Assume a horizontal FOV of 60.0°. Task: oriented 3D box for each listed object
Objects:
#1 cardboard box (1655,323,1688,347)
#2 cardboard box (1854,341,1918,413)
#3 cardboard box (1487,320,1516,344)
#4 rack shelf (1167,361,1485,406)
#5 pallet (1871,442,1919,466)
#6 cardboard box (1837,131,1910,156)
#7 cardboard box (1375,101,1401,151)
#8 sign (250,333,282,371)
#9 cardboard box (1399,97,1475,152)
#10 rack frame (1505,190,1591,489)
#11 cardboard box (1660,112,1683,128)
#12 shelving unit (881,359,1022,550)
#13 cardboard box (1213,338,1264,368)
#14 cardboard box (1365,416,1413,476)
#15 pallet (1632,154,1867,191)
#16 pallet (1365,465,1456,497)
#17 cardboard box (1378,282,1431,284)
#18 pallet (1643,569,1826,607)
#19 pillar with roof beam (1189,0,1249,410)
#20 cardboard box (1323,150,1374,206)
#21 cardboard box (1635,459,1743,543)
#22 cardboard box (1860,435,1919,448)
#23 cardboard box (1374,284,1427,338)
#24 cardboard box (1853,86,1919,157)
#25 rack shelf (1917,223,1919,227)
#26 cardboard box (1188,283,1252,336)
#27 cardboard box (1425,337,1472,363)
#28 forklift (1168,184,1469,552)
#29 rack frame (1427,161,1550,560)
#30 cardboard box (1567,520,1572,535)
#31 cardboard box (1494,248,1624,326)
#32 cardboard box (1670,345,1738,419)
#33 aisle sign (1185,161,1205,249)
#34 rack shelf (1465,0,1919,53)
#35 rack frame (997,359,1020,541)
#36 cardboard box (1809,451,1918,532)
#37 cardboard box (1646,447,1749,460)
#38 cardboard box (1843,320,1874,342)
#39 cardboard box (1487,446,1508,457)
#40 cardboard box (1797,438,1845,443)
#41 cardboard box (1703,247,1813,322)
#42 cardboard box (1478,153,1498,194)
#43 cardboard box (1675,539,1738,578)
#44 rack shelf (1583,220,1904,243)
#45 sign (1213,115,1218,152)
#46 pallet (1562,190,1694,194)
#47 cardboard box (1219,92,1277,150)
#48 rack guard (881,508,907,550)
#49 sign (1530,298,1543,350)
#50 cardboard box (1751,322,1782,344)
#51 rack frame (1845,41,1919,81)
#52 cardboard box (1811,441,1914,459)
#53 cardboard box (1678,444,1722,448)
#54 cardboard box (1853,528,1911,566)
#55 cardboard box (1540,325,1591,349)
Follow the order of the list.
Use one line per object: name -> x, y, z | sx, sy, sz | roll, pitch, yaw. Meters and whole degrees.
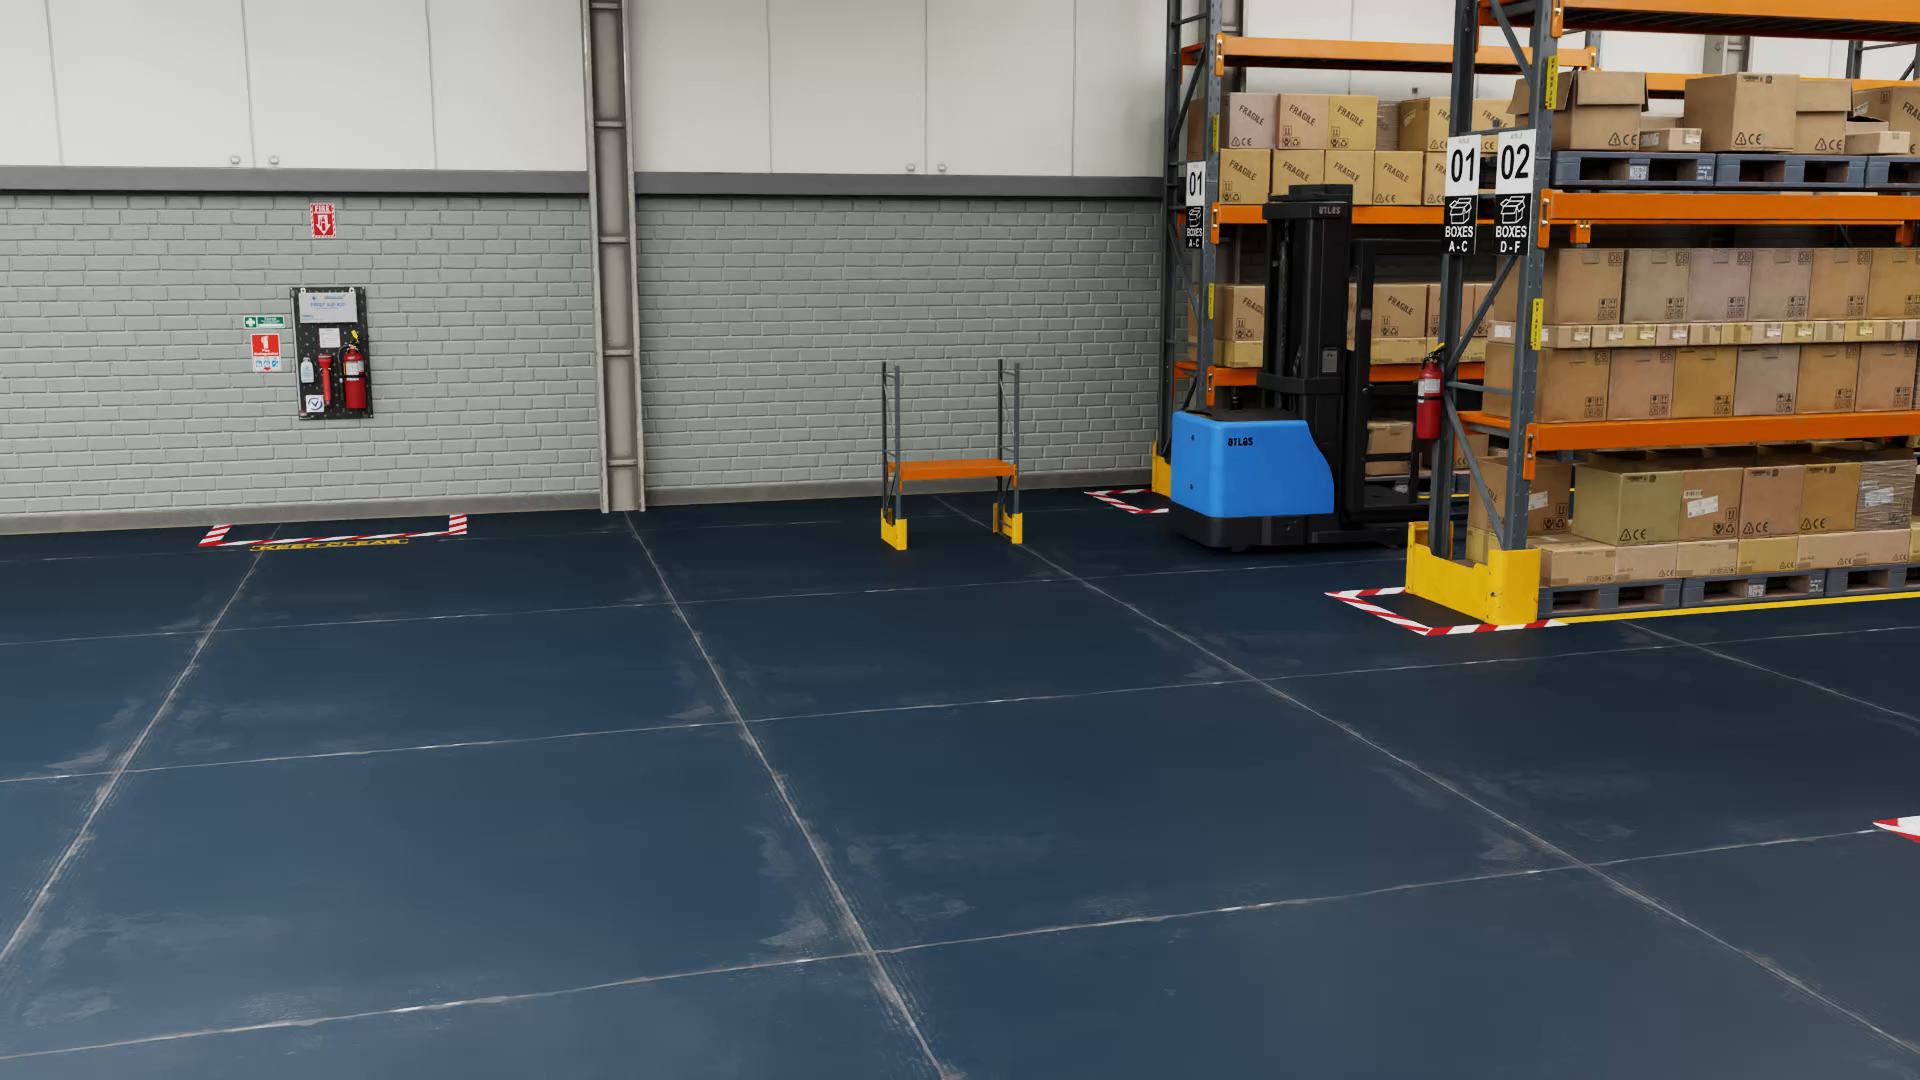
cardboard box -> 4.729, -1.408, 11.340 | 0.250, 0.149, 0.380 | -3, 11, -17
cardboard box -> 6.468, -1.219, 12.105 | 0.500, 0.500, 0.700 | -3, 11, -17
cardboard box -> 3.870, -1.439, 11.511 | 0.250, 0.149, 0.380 | -3, 11, -17
rack shelf -> 4.089, -1.627, 16.585 | 4.000, 0.370, 1.077 | -3, 11, -16
pallet -> 10.627, -0.940, 18.568 | 1.213, 0.211, 1.003 | -3, 11, -16
cardboard box -> 6.315, -2.739, 11.504 | 0.250, 0.149, 0.380 | -3, 11, -16
cardboard box -> 3.994, -4.047, 16.369 | 0.500, 0.500, 0.500 | -3, 11, -16
sign -> -6.105, -1.651, 14.629 | 0.234, 0.329, 0.001 | -3, 11, -16
cardboard box -> 4.582, -3.977, 15.989 | 0.500, 0.500, 0.500 | -3, 11, -18
rack frame -> 6.009, -2.082, 17.070 | 0.127, 3.000, 1.000 | -3, 11, -16
cardboard box -> 5.122, -2.857, 11.698 | 0.500, 0.311, 0.500 | -2, 11, -9
shelving unit -> -0.073, -0.734, 13.890 | 1.083, 1.500, 0.587 | -3, 11, -16
cardboard box -> 2.726, -1.785, 15.817 | 0.500, 0.250, 0.500 | -3, 11, -18
cardboard box -> 4.123, -0.943, 16.573 | 0.500, 0.500, 0.700 | -4, 11, -20
pallet -> 5.416, -2.544, 11.539 | 1.213, 0.211, 1.003 | -3, 11, -16
pallet -> 4.200, -0.608, 16.766 | 1.213, 0.211, 1.003 | -3, 11, -16
cardboard box -> 4.521, -2.349, 16.812 | 0.500, 0.500, 0.500 | -3, 11, -14
pallet -> 5.448, 0.246, 12.128 | 1.213, 0.211, 1.003 | -3, 11, -16
pillar with roof beam -> 3.802, -4.267, 12.371 | 0.400, 9.000, 9.100 | -3, 11, -16
cardboard box -> 3.582, -3.435, 15.804 | 0.500, 0.500, 0.500 | -2, 11, -13
cardboard box -> 5.089, -0.283, 11.663 | 0.500, 0.500, 0.500 | -3, 11, -16
cardboard box -> 10.592, -1.448, 18.404 | 0.750, 0.750, 0.750 | -3, 11, -17
cardboard box -> 4.178, -2.233, 16.177 | 0.500, 0.500, 0.500 | -3, 11, -14
cardboard box -> 6.840, -3.041, 12.173 | 0.500, 0.500, 0.500 | -2, 11, -11
rack shelf -> 9.317, -2.444, 12.737 | 4.000, 0.370, 1.077 | -3, 11, -16
cardboard box -> 2.561, -2.245, 16.245 | 0.500, 0.500, 0.500 | -3, 11, -17
cardboard box -> 4.679, -1.889, 16.383 | 0.500, 0.250, 0.500 | -3, 11, -16
forklift -> 3.353, -1.463, 13.900 | 3.031, 2.935, 1.130 | -3, 11, -14
rack frame -> 3.556, -1.018, 11.294 | 0.127, 3.000, 1.000 | -3, 11, -16
cardboard box -> 4.465, 0.021, 12.080 | 0.500, 0.250, 0.500 | -3, 11, -16
cardboard box -> 4.059, -1.730, 11.298 | 0.500, 0.500, 0.700 | -3, 11, -16
cardboard box -> 4.989, -1.141, 11.681 | 0.500, 0.500, 0.700 | -3, 11, -16
aisle sign -> 2.183, -3.102, 15.432 | 0.004, 0.787, 0.394 | -3, 11, -16
rack shelf -> 5.477, -3.520, 11.402 | 4.000, 0.370, 1.077 | -3, 11, -16
rack frame -> 0.406, -0.759, 14.027 | 0.032, 1.500, 0.500 | -3, 11, -16
cardboard box -> 6.529, -0.359, 12.076 | 0.500, 0.500, 0.500 | -3, 11, -16
cardboard box -> 5.425, -0.399, 12.290 | 0.500, 0.500, 0.500 | -3, 11, -16
cardboard box -> 6.218, -1.487, 11.771 | 0.250, 0.149, 0.380 | -3, 11, -16
cardboard box -> 5.504, -0.872, 17.111 | 0.250, 0.166, 0.380 | -5, 11, -23
cardboard box -> 9.173, -1.226, 18.109 | 0.500, 0.500, 0.700 | -3, 11, -15
cardboard box -> 5.527, -1.808, 11.725 | 0.500, 0.500, 0.700 | -3, 11, -16
cardboard box -> 5.104, -3.524, 16.288 | 0.500, 0.500, 0.500 | -4, 11, -21
cardboard box -> 5.093, 0.088, 11.720 | 0.500, 0.250, 0.500 | -3, 11, -16
rack shelf -> 7.929, -3.304, 17.413 | 4.000, 0.370, 1.077 | -3, 11, -16
sign -> 2.320, -3.690, 15.108 | 0.005, 0.325, 0.100 | -3, 11, -16
pallet -> 6.631, -3.477, 16.885 | 1.003, 0.211, 1.213 | -3, 11, -16
cardboard box -> 2.606, -3.883, 15.474 | 0.500, 0.500, 0.500 | -4, 11, -20
rack guard -> -0.551, -0.094, 13.866 | 0.087, 0.250, 0.587 | -3, 11, -16
sign -> 3.706, -1.386, 10.683 | 0.005, 0.325, 0.100 | -3, 11, -16
cardboard box -> 5.469, -1.447, 11.552 | 0.250, 0.149, 0.380 | -3, 11, -15
rack frame -> 9.849, -5.235, 17.626 | 0.127, 3.000, 1.000 | -3, 11, -16
cardboard box -> 6.864, -0.475, 12.705 | 0.500, 0.500, 0.500 | -3, 11, -16
cardboard box -> 7.694, -1.163, 17.766 | 0.500, 0.500, 0.700 | -3, 11, -15
cardboard box -> 6.530, 0.010, 12.142 | 0.500, 0.250, 0.500 | -3, 11, -16
cardboard box -> 3.993, -1.369, 11.131 | 0.250, 0.149, 0.380 | -3, 11, -16
